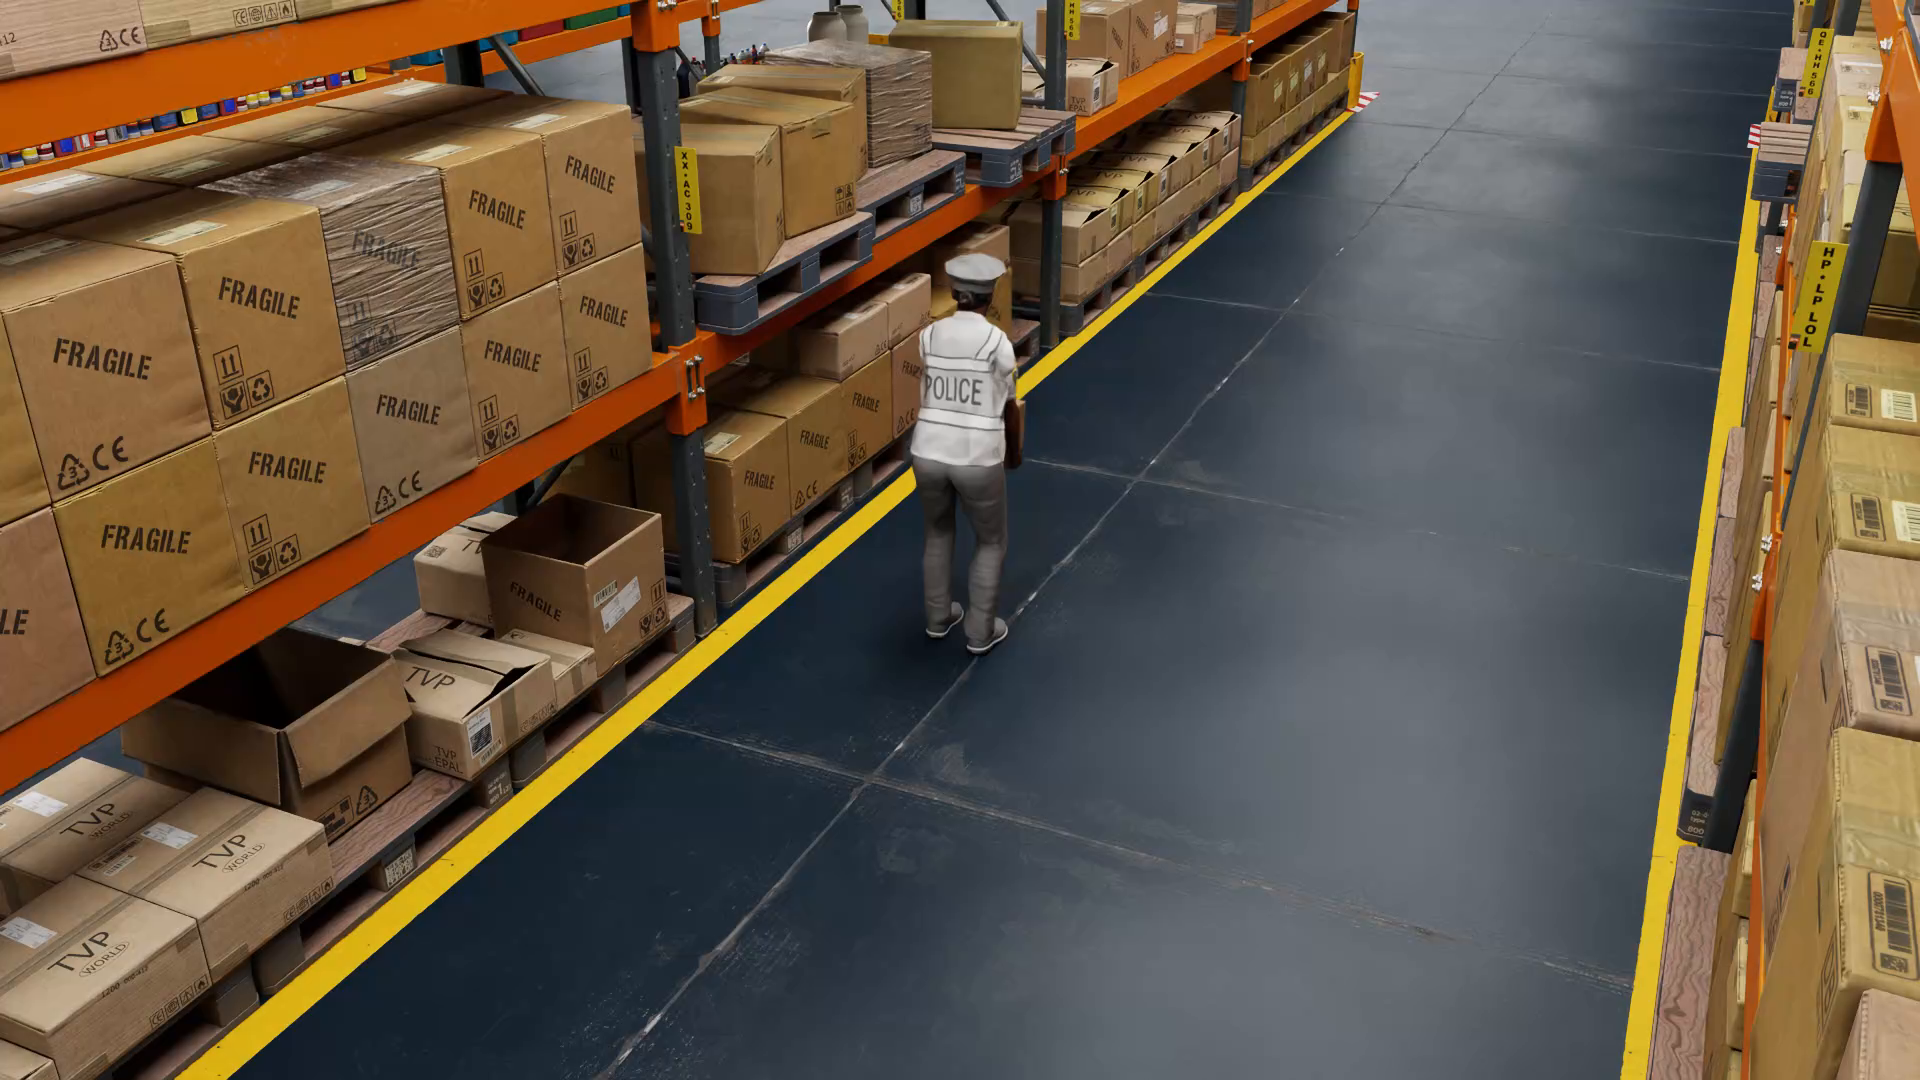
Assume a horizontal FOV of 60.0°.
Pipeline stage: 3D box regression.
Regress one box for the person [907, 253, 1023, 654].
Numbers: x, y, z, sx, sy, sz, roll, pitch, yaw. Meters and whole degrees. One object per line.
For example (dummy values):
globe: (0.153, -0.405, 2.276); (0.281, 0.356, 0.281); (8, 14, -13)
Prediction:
person: (0.026, -0.339, 6.856); (0.413, 1.622, 0.563); (10, 28, 19)
